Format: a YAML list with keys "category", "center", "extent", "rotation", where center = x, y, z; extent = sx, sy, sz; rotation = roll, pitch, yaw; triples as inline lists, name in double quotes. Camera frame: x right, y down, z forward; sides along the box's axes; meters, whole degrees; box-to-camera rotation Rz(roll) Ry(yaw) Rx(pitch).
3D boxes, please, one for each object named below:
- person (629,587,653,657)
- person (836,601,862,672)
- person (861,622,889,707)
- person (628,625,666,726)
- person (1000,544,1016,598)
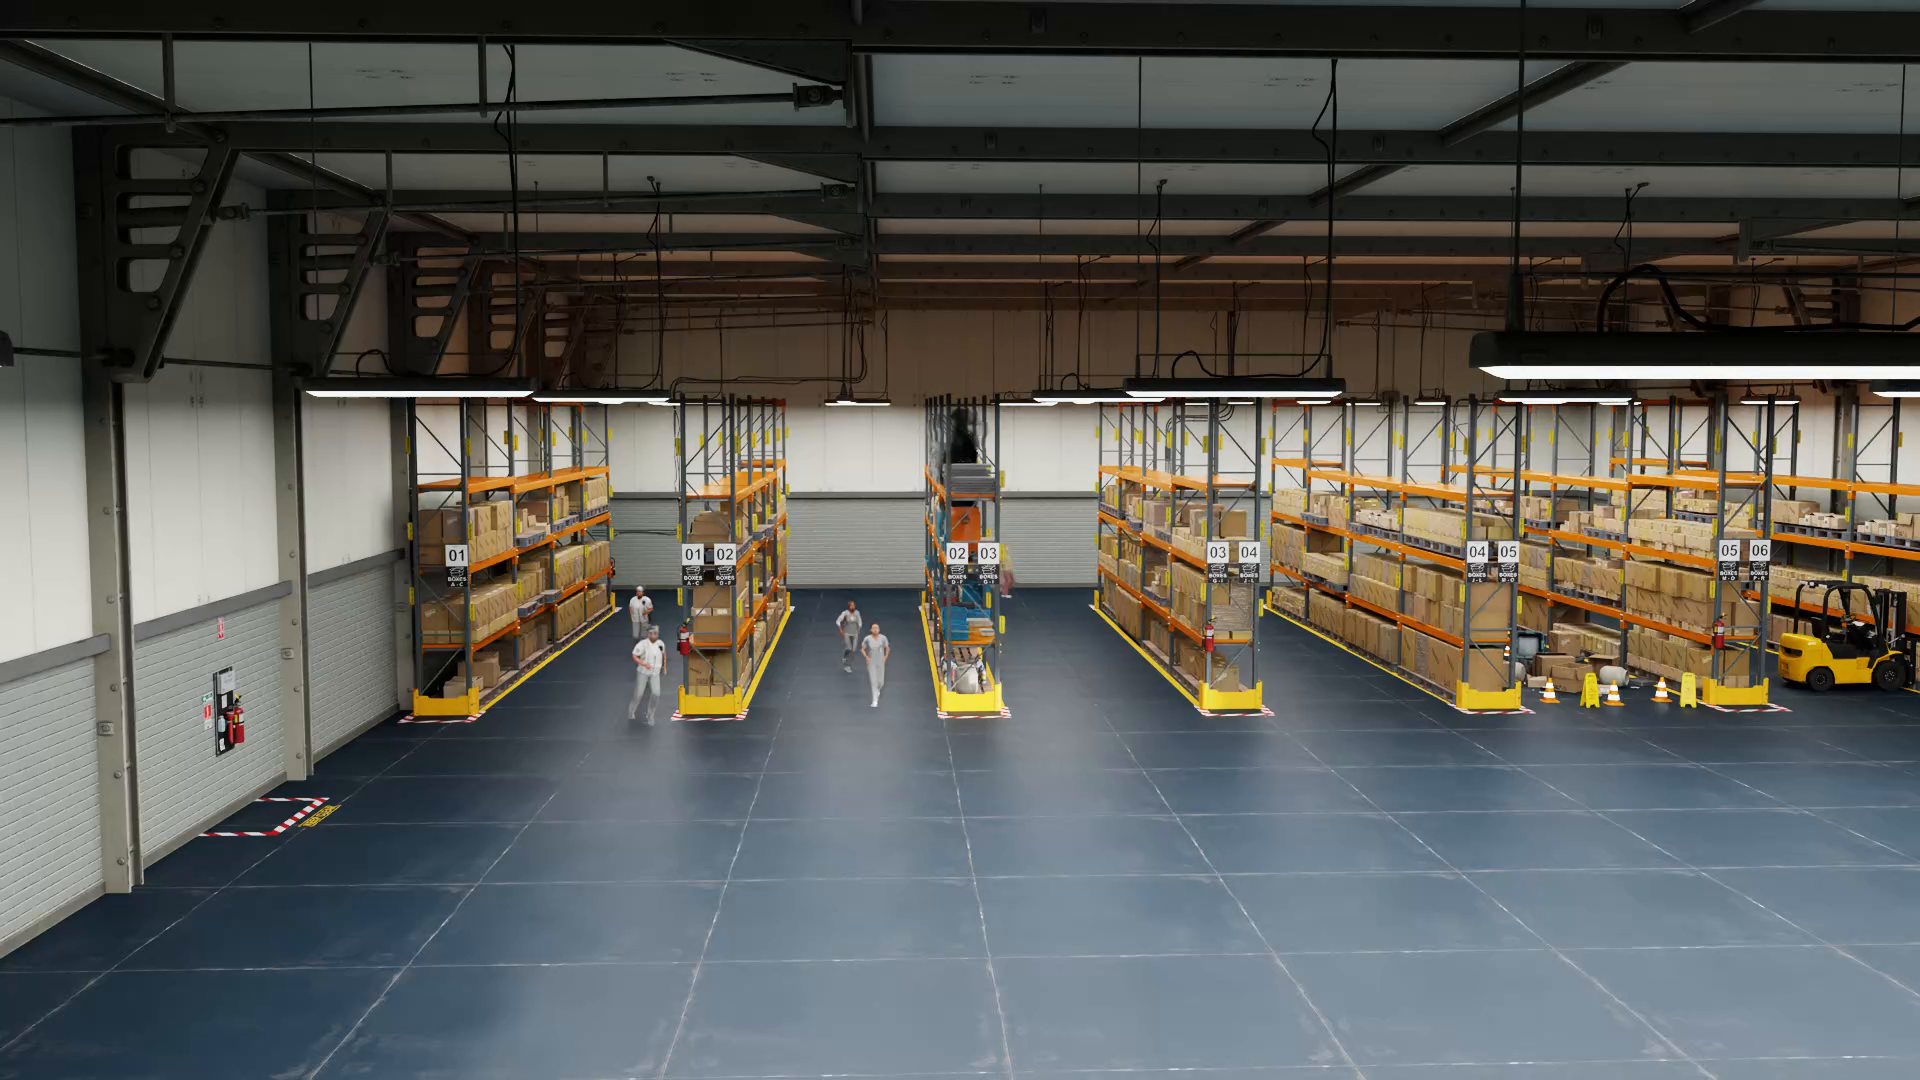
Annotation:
- category: "person"
  center: [-7.329, 1.899, 38.162]
  extent: [0.581, 1.646, 0.630]
  rotation: [0, 5, -3]
- category: "person"
  center: [-2.380, 2.093, 36.220]
  extent: [0.547, 1.557, 0.520]
  rotation: [-2, 5, -21]
- category: "person"
  center: [-1.636, 2.379, 32.054]
  extent: [0.559, 1.629, 0.632]
  rotation: [-1, 5, -9]
- category: "person"
  center: [-5.671, 2.461, 30.390]
  extent: [0.746, 1.824, 0.717]
  rotation: [-3, 5, -32]
- category: "person"
  center: [1.427, 0.932, 50.462]
  extent: [0.496, 1.629, 0.580]
  rotation: [1, 5, 18]
